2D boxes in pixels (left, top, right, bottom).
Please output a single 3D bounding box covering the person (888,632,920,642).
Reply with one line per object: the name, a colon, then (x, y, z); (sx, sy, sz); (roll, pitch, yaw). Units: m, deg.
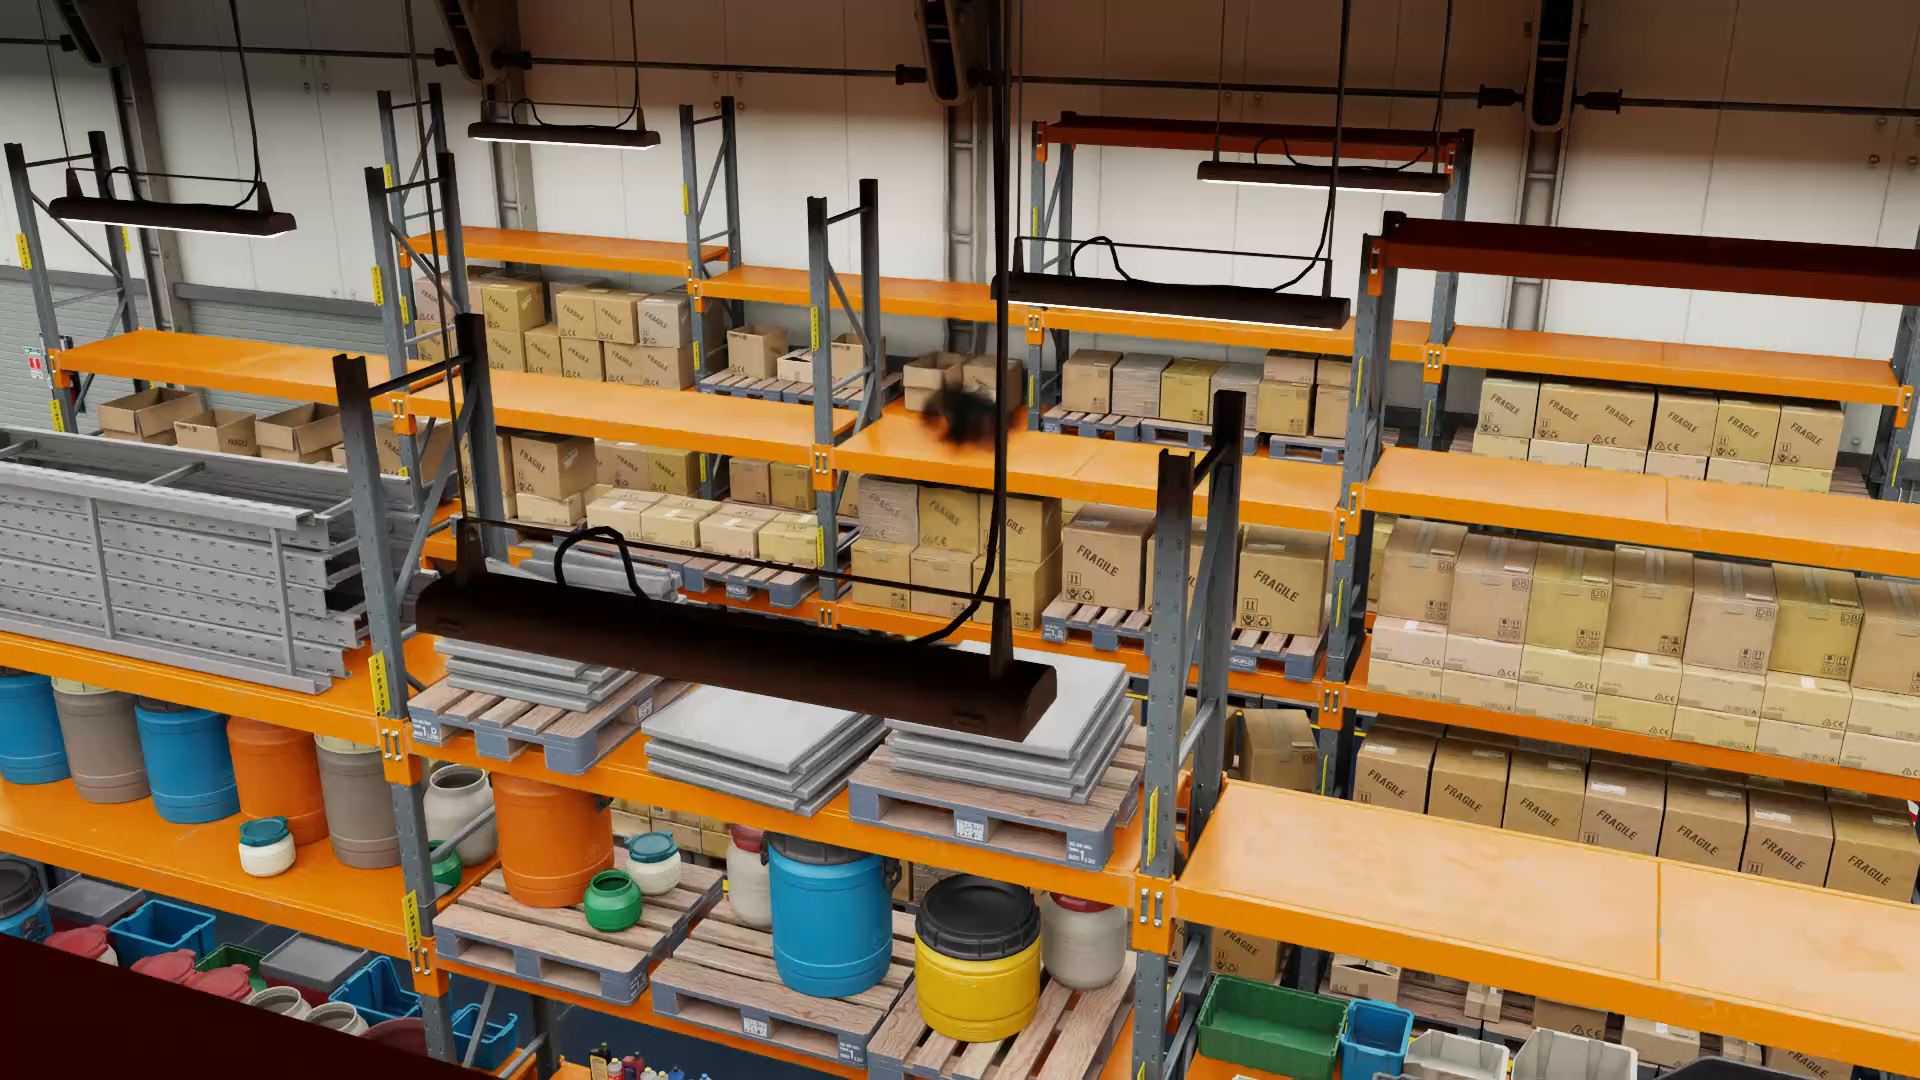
person: (-0.560, 1.242, 16.054); (0.799, 1.632, 0.593); (7, 22, 17)
